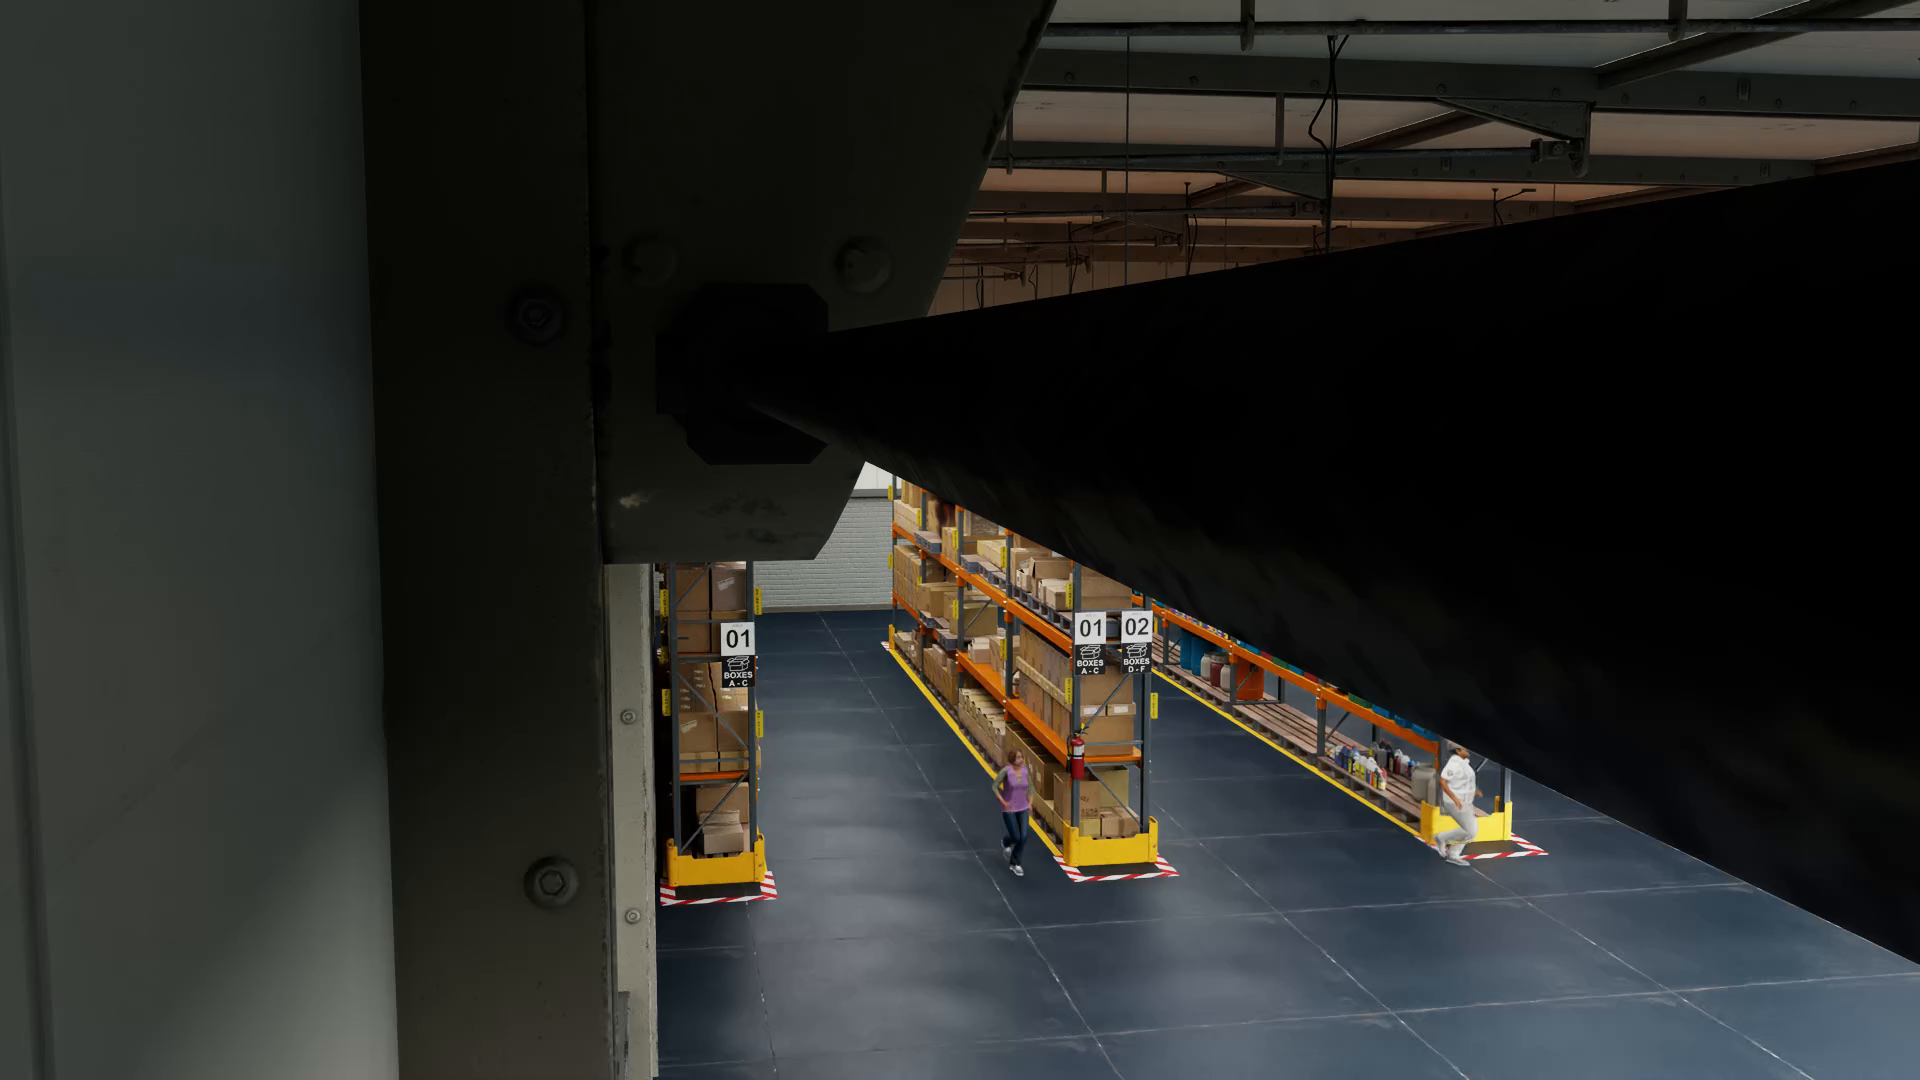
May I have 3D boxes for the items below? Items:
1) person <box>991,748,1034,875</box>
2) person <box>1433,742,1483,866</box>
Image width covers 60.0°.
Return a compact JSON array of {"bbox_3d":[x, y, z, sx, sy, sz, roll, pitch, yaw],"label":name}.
[{"bbox_3d":[0.667,3.344,20.619,0.573,1.570,0.507,-2,7,-22],"label":"person"},{"bbox_3d":[6.260,3.282,20.861,0.544,1.626,0.608,3,7,29],"label":"person"}]
